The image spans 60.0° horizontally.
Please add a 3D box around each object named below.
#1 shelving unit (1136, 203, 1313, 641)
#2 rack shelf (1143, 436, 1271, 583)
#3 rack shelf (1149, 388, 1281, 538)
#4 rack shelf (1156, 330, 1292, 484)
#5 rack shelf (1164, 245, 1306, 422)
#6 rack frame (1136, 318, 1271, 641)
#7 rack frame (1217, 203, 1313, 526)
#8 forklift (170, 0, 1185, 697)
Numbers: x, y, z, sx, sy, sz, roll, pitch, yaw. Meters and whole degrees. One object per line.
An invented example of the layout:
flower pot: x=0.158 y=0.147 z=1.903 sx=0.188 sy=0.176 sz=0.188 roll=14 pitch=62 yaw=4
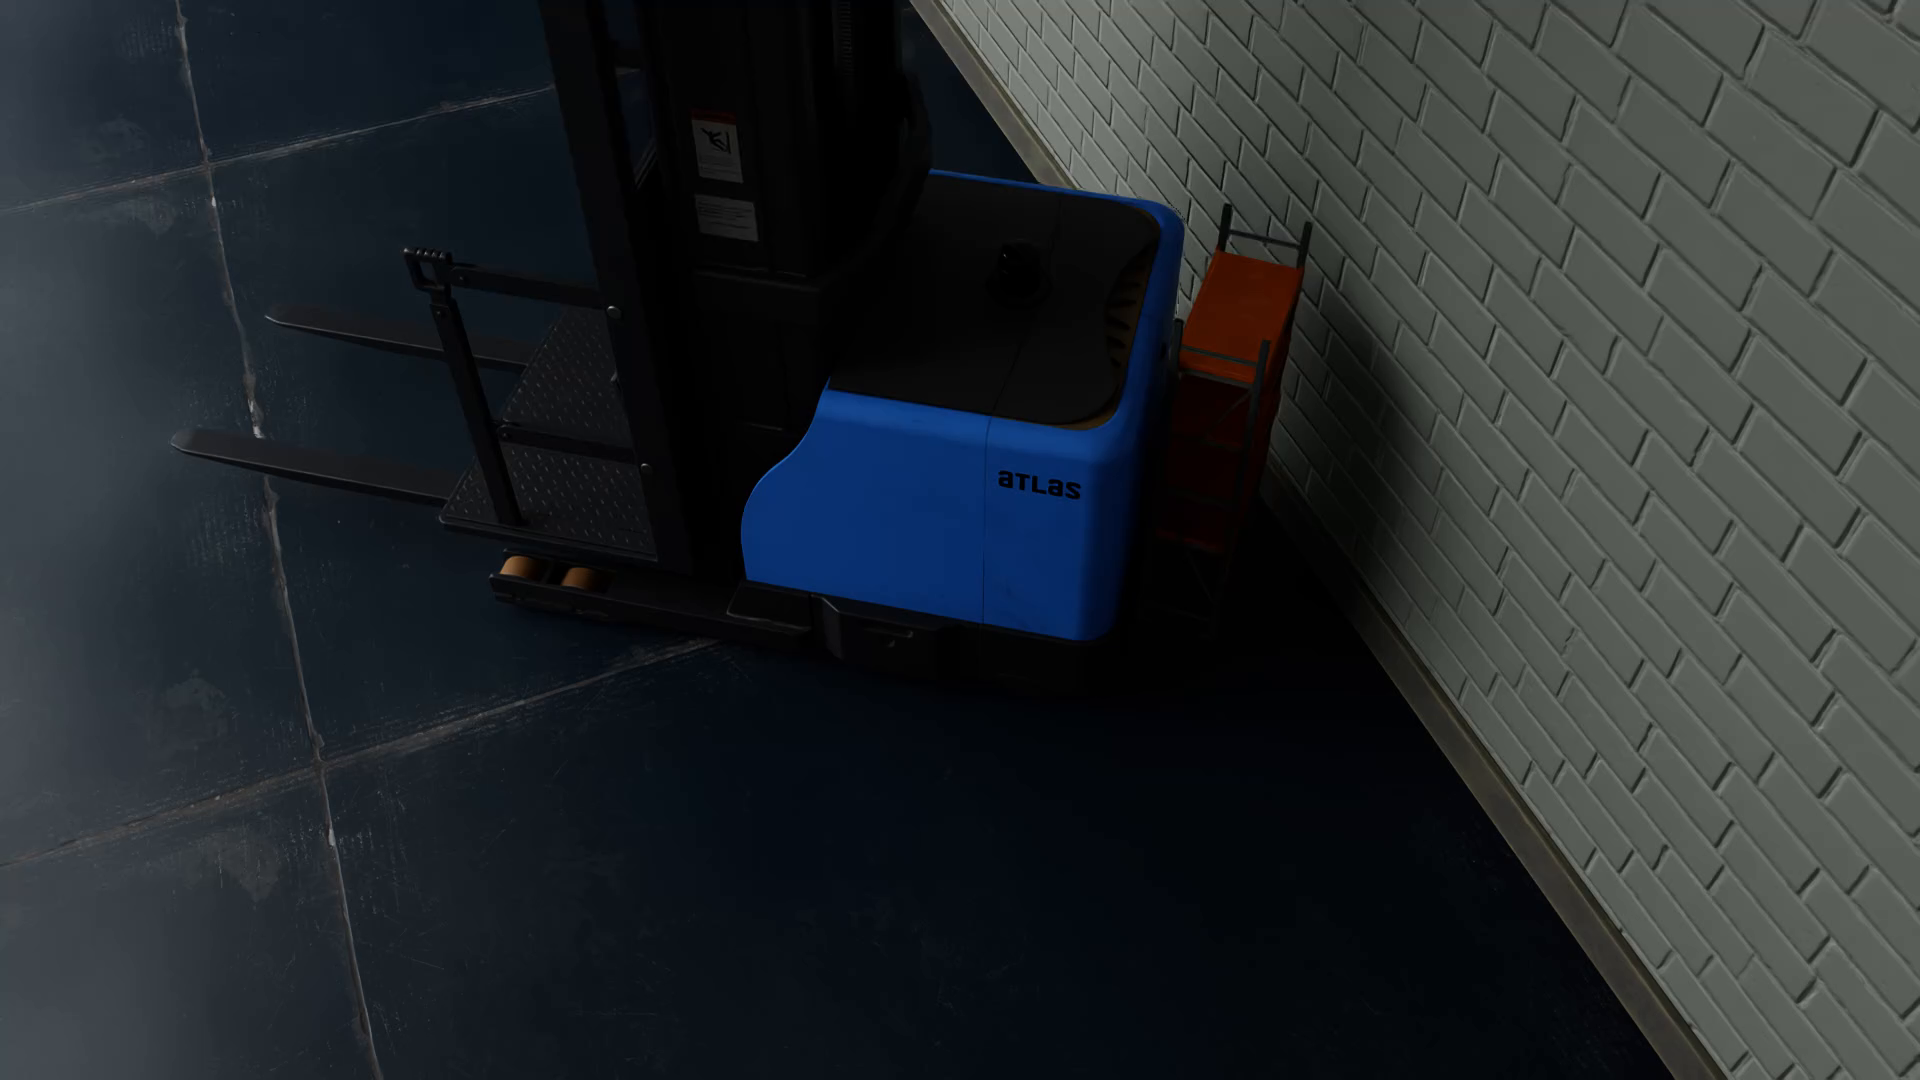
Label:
shelving unit: x=0.733 y=-0.299 z=4.716 sx=0.258 sy=1.200 sz=0.503 roll=16 pitch=51 yaw=13
rack shelf: x=0.733 y=-0.126 z=4.918 sx=0.258 sy=0.148 sz=0.480 roll=16 pitch=51 yaw=13
rack shelf: x=0.733 y=-0.255 z=4.767 sx=0.258 sy=0.148 sz=0.480 roll=16 pitch=51 yaw=13
rack shelf: x=0.733 y=-0.401 z=4.597 sx=0.258 sy=0.148 sz=0.480 roll=16 pitch=51 yaw=13
rack shelf: x=0.733 y=-0.555 z=4.418 sx=0.258 sy=0.148 sz=0.480 roll=16 pitch=51 yaw=13
rack frame: x=0.649 y=-0.125 z=4.567 sx=0.240 sy=1.200 sz=0.015 roll=16 pitch=51 yaw=13
rack frame: x=0.817 y=-0.473 z=4.865 sx=0.240 sy=1.200 sz=0.015 roll=16 pitch=51 yaw=13
forklift: x=-0.933 y=-1.095 z=4.258 sx=3.031 sy=2.935 sz=1.130 roll=10 pitch=50 yaw=9
